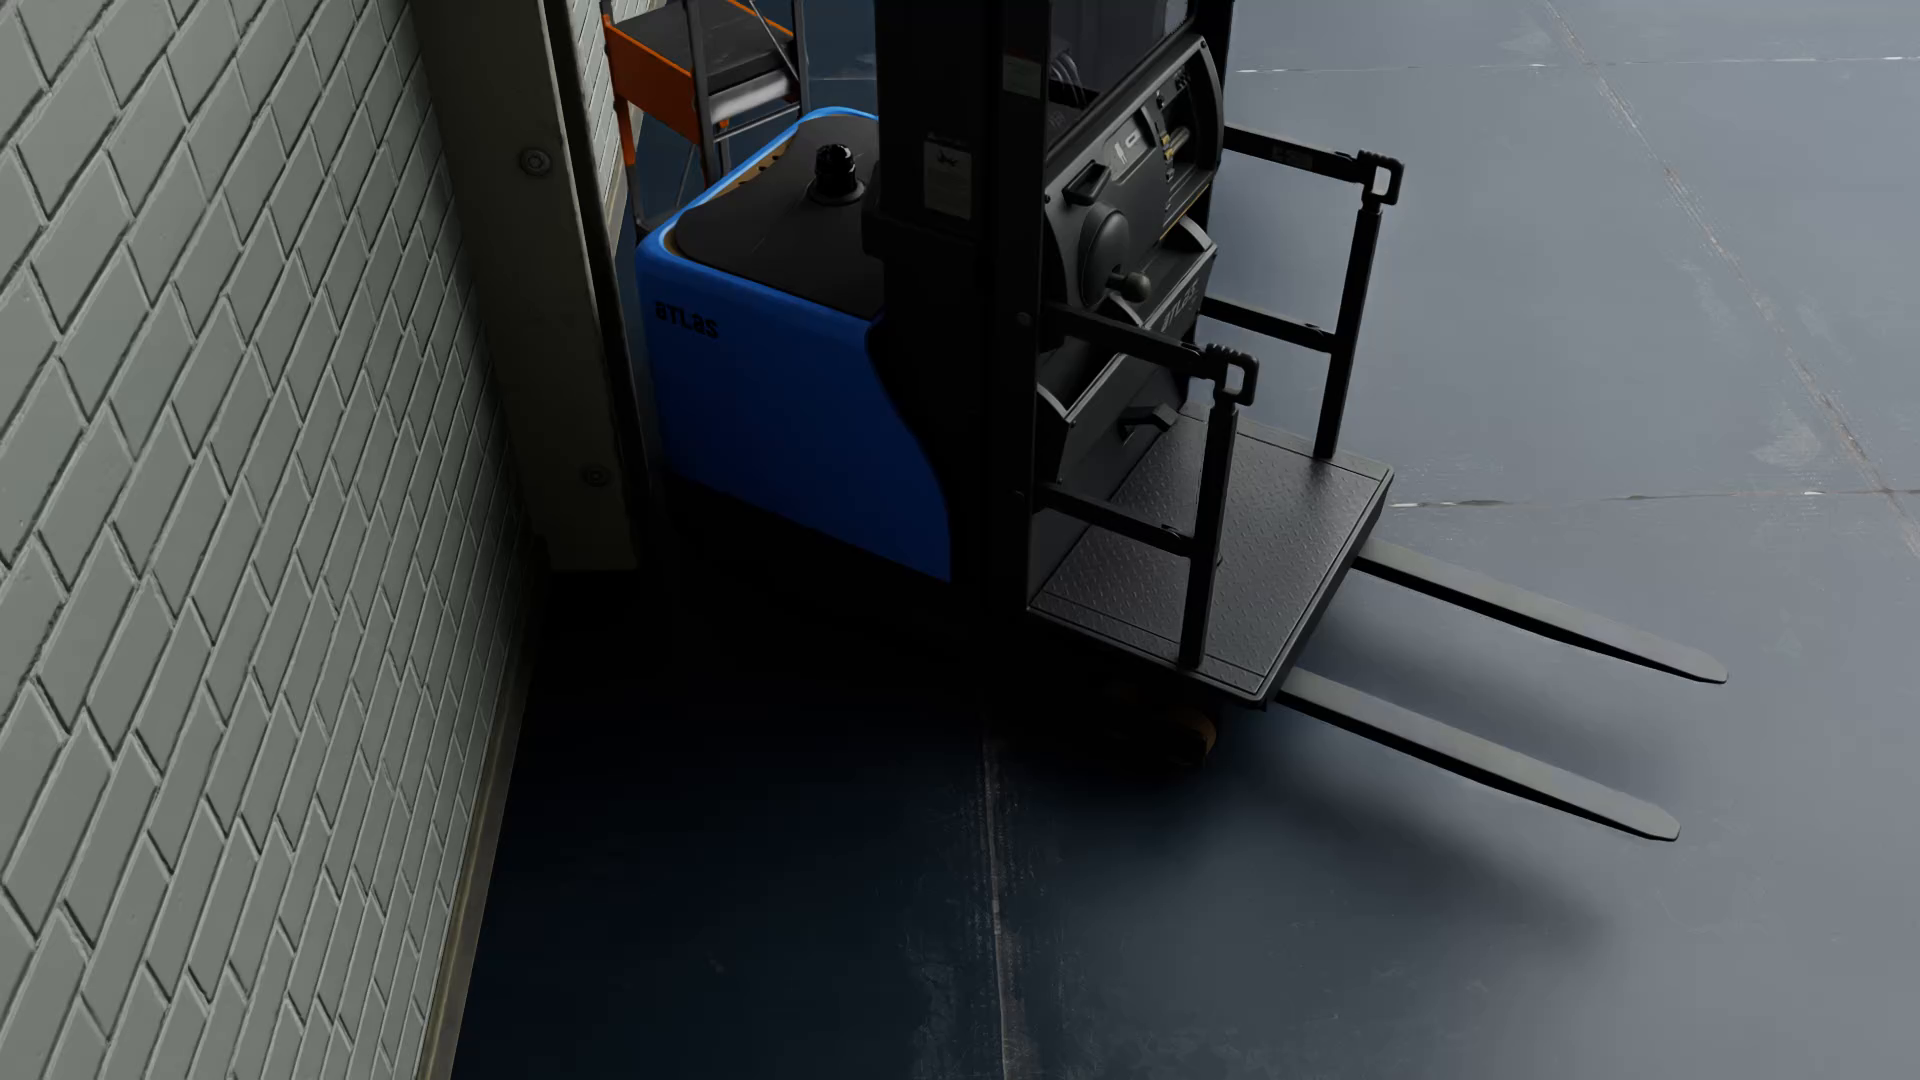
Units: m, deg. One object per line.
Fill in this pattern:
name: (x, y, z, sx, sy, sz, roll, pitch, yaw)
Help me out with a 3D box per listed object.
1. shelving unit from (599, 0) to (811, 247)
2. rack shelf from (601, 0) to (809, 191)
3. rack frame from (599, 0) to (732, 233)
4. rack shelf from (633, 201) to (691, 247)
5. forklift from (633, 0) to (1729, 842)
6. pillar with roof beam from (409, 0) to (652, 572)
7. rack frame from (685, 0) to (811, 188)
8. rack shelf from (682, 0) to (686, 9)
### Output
shelving unit: (-0.783, -1.396, 5.217, 0.431, 2.100, 0.503, -31, 51, -29)
rack shelf: (-0.783, -1.386, 5.226, 0.431, 0.518, 0.480, -31, 51, -29)
rack frame: (-0.945, -1.519, 5.352, 0.400, 2.100, 0.015, -31, 51, -29)
rack shelf: (-0.780, -0.870, 5.699, 0.431, 0.518, 0.480, -31, 51, -29)
forklift: (0.620, -0.875, 4.036, 3.031, 2.935, 1.130, 21, 47, 21)
pillar with roof beam: (3.147, -3.481, 2.388, 9.100, 9.000, 0.400, -2, 43, -2)
rack frame: (-0.621, -1.274, 5.082, 0.400, 2.100, 0.015, -31, 51, -29)
rack shelf: (-0.786, -1.902, 4.753, 0.431, 0.518, 0.480, -31, 51, -29)
